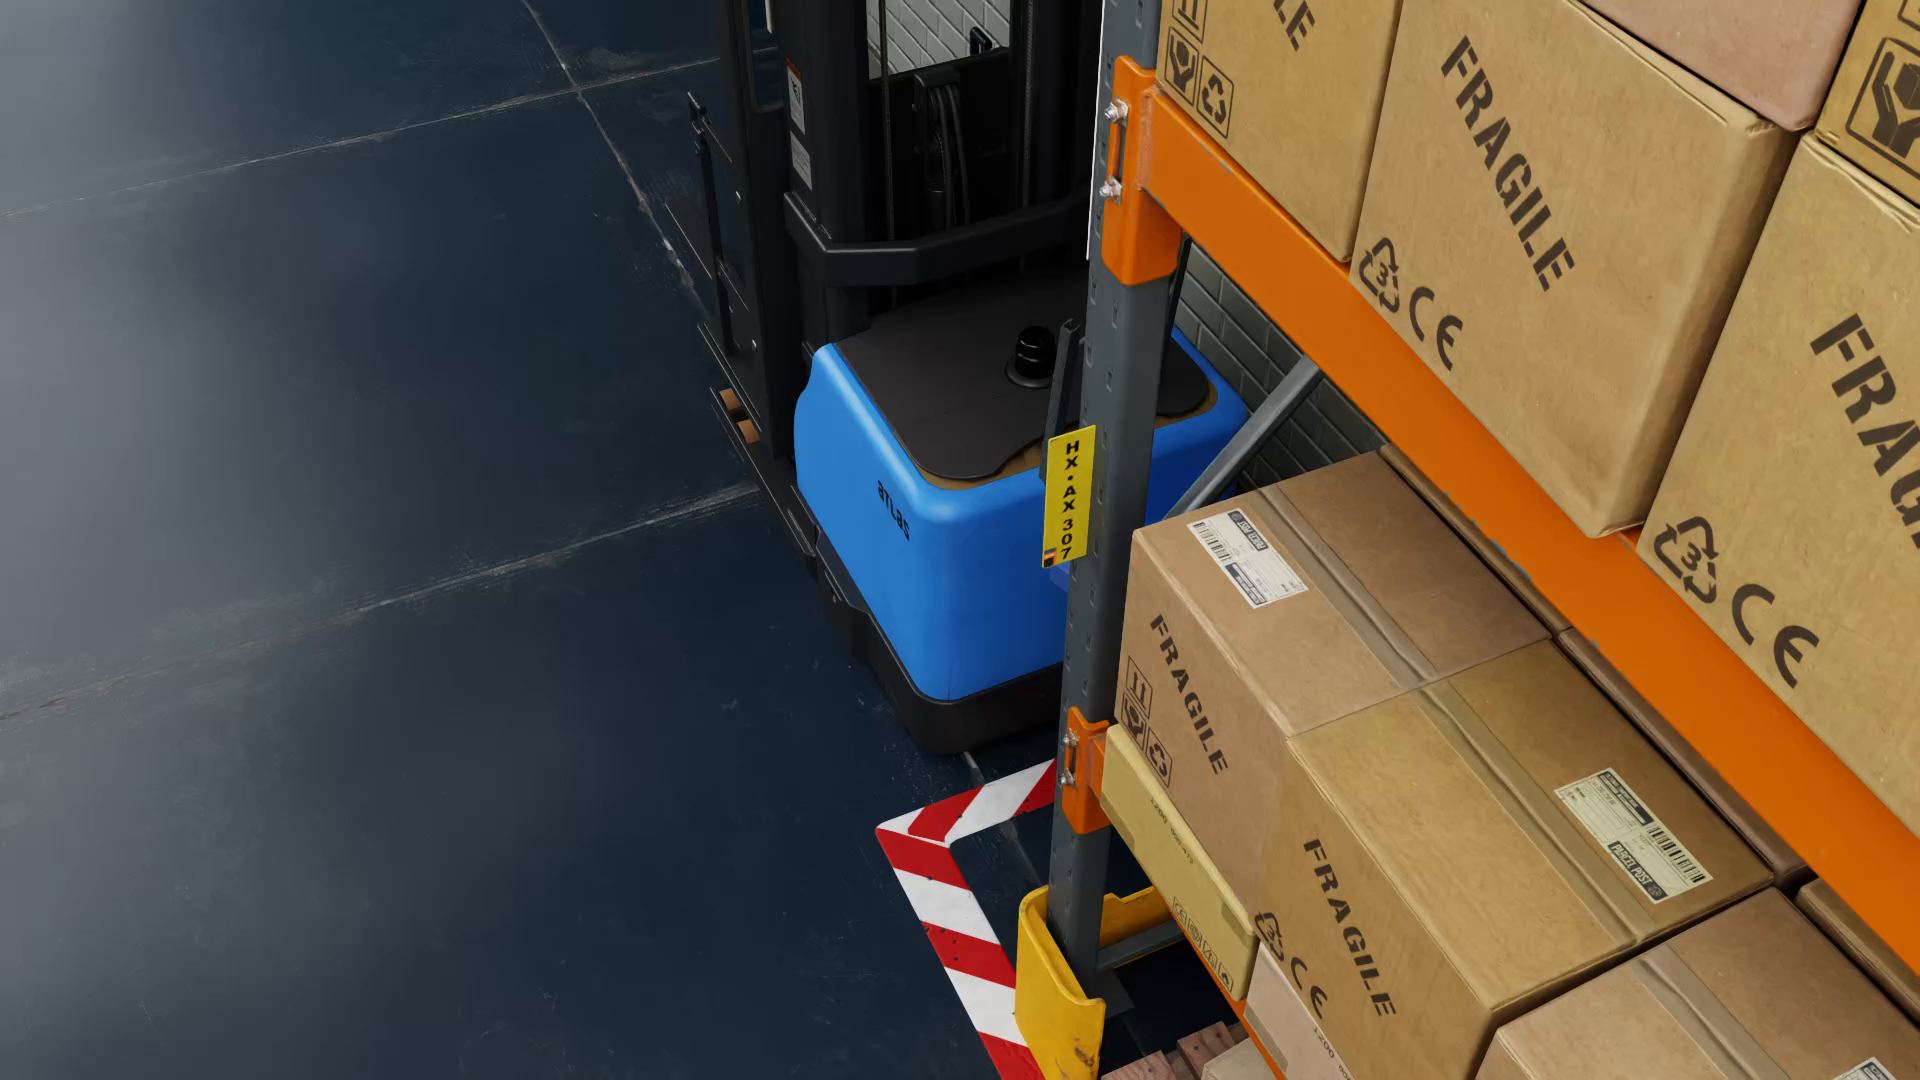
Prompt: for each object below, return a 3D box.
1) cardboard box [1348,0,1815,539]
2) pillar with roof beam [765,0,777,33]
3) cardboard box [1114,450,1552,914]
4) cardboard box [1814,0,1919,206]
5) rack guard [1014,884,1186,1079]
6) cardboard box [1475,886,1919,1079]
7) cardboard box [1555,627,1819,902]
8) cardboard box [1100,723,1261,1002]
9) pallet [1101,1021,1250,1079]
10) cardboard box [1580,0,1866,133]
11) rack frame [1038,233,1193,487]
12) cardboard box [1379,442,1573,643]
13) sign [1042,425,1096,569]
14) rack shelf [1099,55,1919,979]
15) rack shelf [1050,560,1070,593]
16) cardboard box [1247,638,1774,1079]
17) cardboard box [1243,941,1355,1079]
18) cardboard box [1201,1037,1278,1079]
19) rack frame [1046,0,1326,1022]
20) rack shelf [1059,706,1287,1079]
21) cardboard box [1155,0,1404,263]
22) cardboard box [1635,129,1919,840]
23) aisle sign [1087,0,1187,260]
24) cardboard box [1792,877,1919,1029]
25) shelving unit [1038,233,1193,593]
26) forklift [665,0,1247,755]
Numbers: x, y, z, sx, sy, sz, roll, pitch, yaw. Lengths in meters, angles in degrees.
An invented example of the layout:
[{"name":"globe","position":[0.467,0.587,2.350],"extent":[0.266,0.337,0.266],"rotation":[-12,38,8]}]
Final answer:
[{"name":"cardboard box","position":[0.803,-0.399,1.798],"extent":[0.500,0.500,0.500],"rotation":[-15,47,-15]},{"name":"pillar with roof beam","position":[-4.654,-4.426,3.828],"extent":[9.100,9.000,0.400],"rotation":[-18,47,-17]},{"name":"cardboard box","position":[0.623,0.244,2.926],"extent":[0.500,0.500,0.500],"rotation":[-18,47,-17]},{"name":"cardboard box","position":[1.028,-0.420,1.107],"extent":[0.500,0.500,0.500],"rotation":[-17,47,-16]},{"name":"rack guard","position":[0.727,1.010,4.371],"extent":[1.175,0.500,0.348],"rotation":[-18,47,-17]},{"name":"cardboard box","position":[1.034,0.893,2.268],"extent":[0.500,0.500,0.500],"rotation":[-20,48,-19]},{"name":"cardboard box","position":[1.289,0.412,2.755],"extent":[0.500,0.500,0.500],"rotation":[-17,47,-17]},{"name":"cardboard box","position":[0.612,0.523,3.177],"extent":[0.500,0.250,0.500],"rotation":[-19,48,-19]},{"name":"pallet","position":[1.037,1.641,3.937],"extent":[1.003,0.211,1.213],"rotation":[-18,47,-17]},{"name":"cardboard box","position":[0.802,-0.743,1.434],"extent":[0.500,0.500,0.500],"rotation":[-19,48,-18]},{"name":"rack frame","position":[0.370,-0.182,4.672],"extent":[0.032,1.500,0.500],"rotation":[36,58,22]},{"name":"cardboard box","position":[1.086,0.088,3.083],"extent":[0.500,0.500,0.500],"rotation":[-19,48,-18]},{"name":"sign","position":[0.203,-0.076,3.075],"extent":[0.100,0.325,0.005],"rotation":[-18,47,-17]},{"name":"rack shelf","position":[1.536,0.534,1.449],"extent":[1.077,0.370,4.000],"rotation":[-18,47,-17]},{"name":"rack shelf","position":[0.740,0.208,4.626],"extent":[1.000,0.185,0.538],"rotation":[36,58,22]},{"name":"cardboard box","position":[0.822,0.562,2.604],"extent":[0.500,0.500,0.500],"rotation":[-18,47,-17]},{"name":"cardboard box","position":[0.844,0.849,2.846],"extent":[0.500,0.250,0.500],"rotation":[-19,48,-19]},{"name":"cardboard box","position":[0.905,1.339,3.858],"extent":[0.500,0.311,0.500],"rotation":[-23,49,-22]},{"name":"rack frame","position":[0.695,0.072,3.542],"extent":[1.000,3.000,0.127],"rotation":[-18,47,-17]},{"name":"rack shelf","position":[1.536,1.602,2.503],"extent":[1.077,0.370,4.000],"rotation":[-18,47,-17]},{"name":"cardboard box","position":[0.609,-0.752,2.155],"extent":[0.500,0.500,0.500],"rotation":[-17,47,-16]},{"name":"cardboard box","position":[1.024,-0.070,1.464],"extent":[0.500,0.500,0.500],"rotation":[-16,47,-16]},{"name":"aisle sign","position":[0.393,-0.811,2.585],"extent":[0.394,0.787,0.004],"rotation":[-18,47,-17]},{"name":"cardboard box","position":[1.510,0.740,2.423],"extent":[0.500,0.500,0.500],"rotation":[-19,48,-18]},{"name":"shelving unit","position":[0.751,0.097,4.484],"extent":[1.048,1.500,0.538],"rotation":[36,58,22]},{"name":"forklift","position":[-0.266,-1.439,5.122],"extent":[1.130,2.935,3.031],"rotation":[-18,48,-18]}]
